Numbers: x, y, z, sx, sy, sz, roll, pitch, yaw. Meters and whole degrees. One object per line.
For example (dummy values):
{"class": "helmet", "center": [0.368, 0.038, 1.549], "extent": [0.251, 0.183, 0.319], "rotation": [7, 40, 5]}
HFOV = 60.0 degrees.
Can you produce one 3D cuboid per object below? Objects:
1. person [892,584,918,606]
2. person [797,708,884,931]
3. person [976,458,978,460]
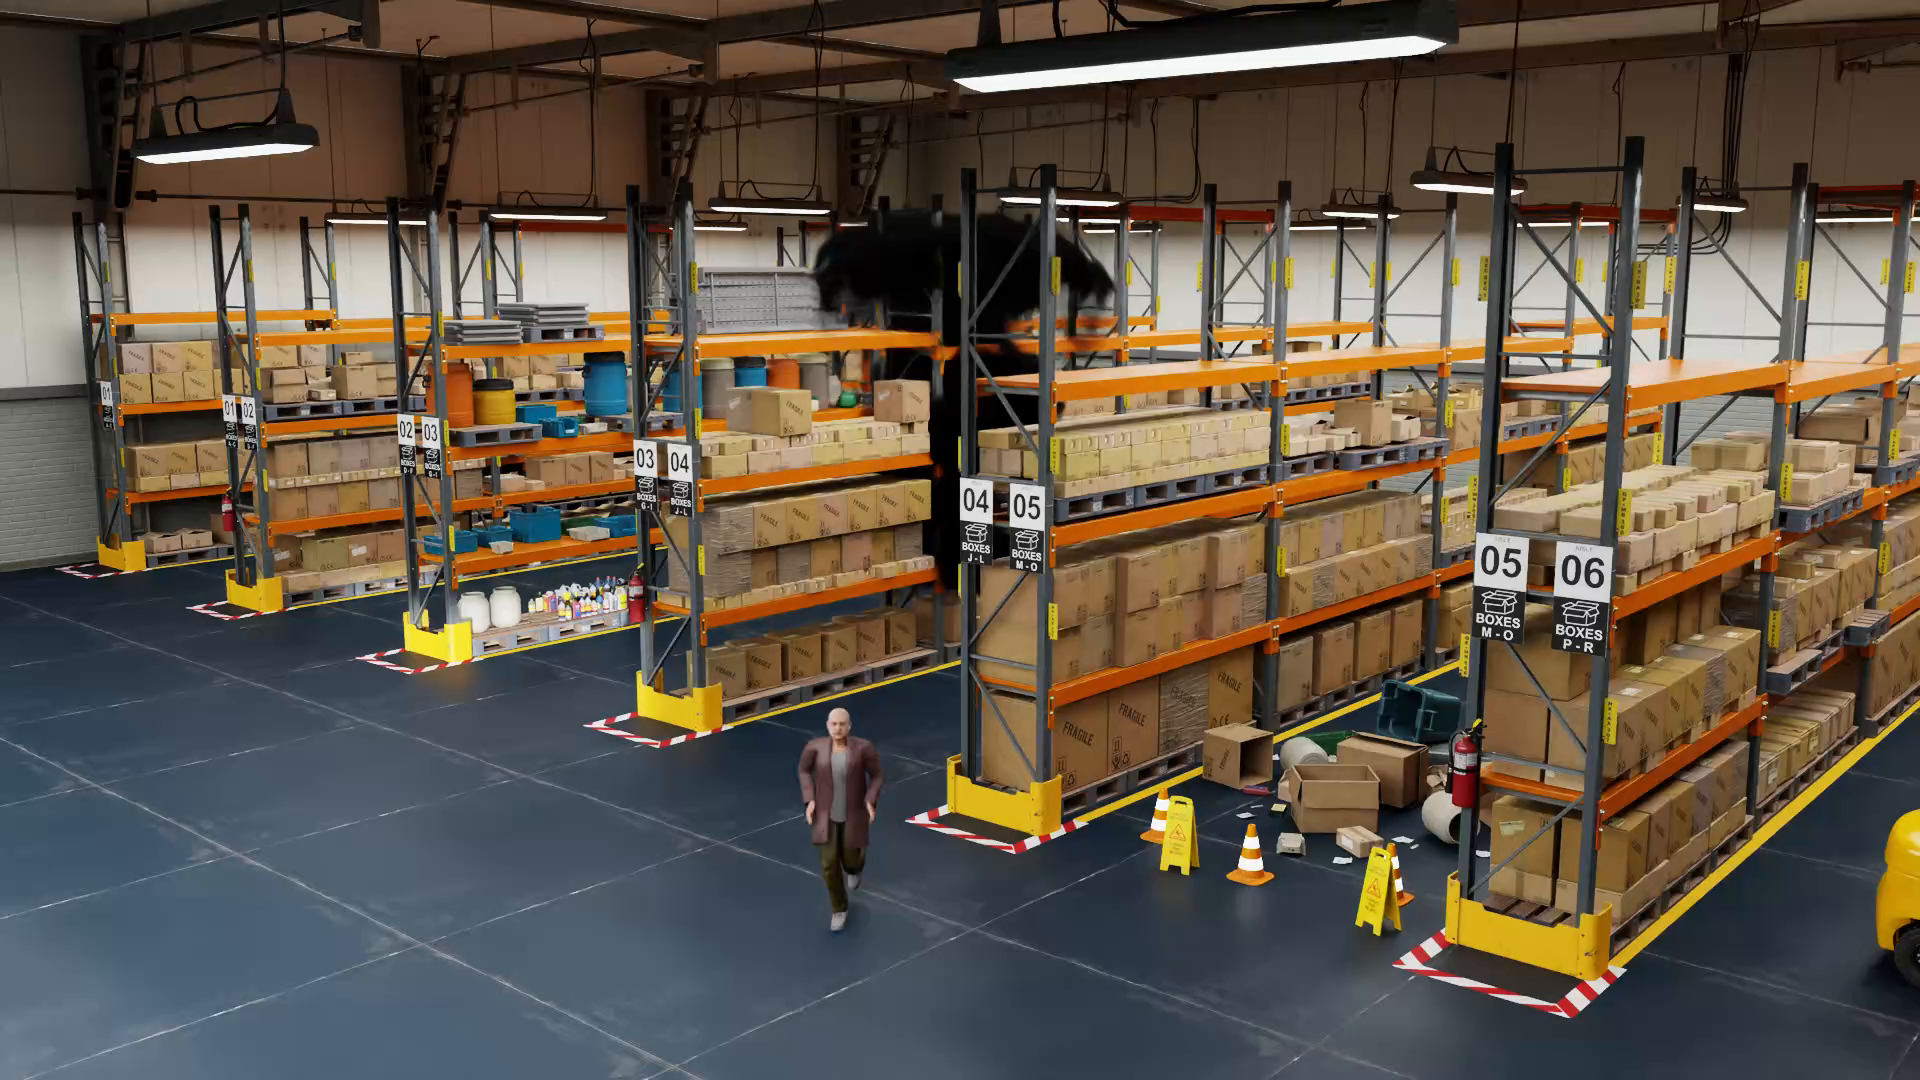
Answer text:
{"class": "person", "center": [-0.852, 0.043, 24.070], "extent": [0.670, 1.862, 0.714], "rotation": [4, 10, 25]}
{"class": "person", "center": [-0.949, 2.150, 13.211], "extent": [0.695, 1.737, 0.796], "rotation": [0, 9, 1]}
{"class": "person", "center": [0.568, -1.471, 35.235], "extent": [0.576, 1.587, 0.519], "rotation": [7, 12, 35]}
